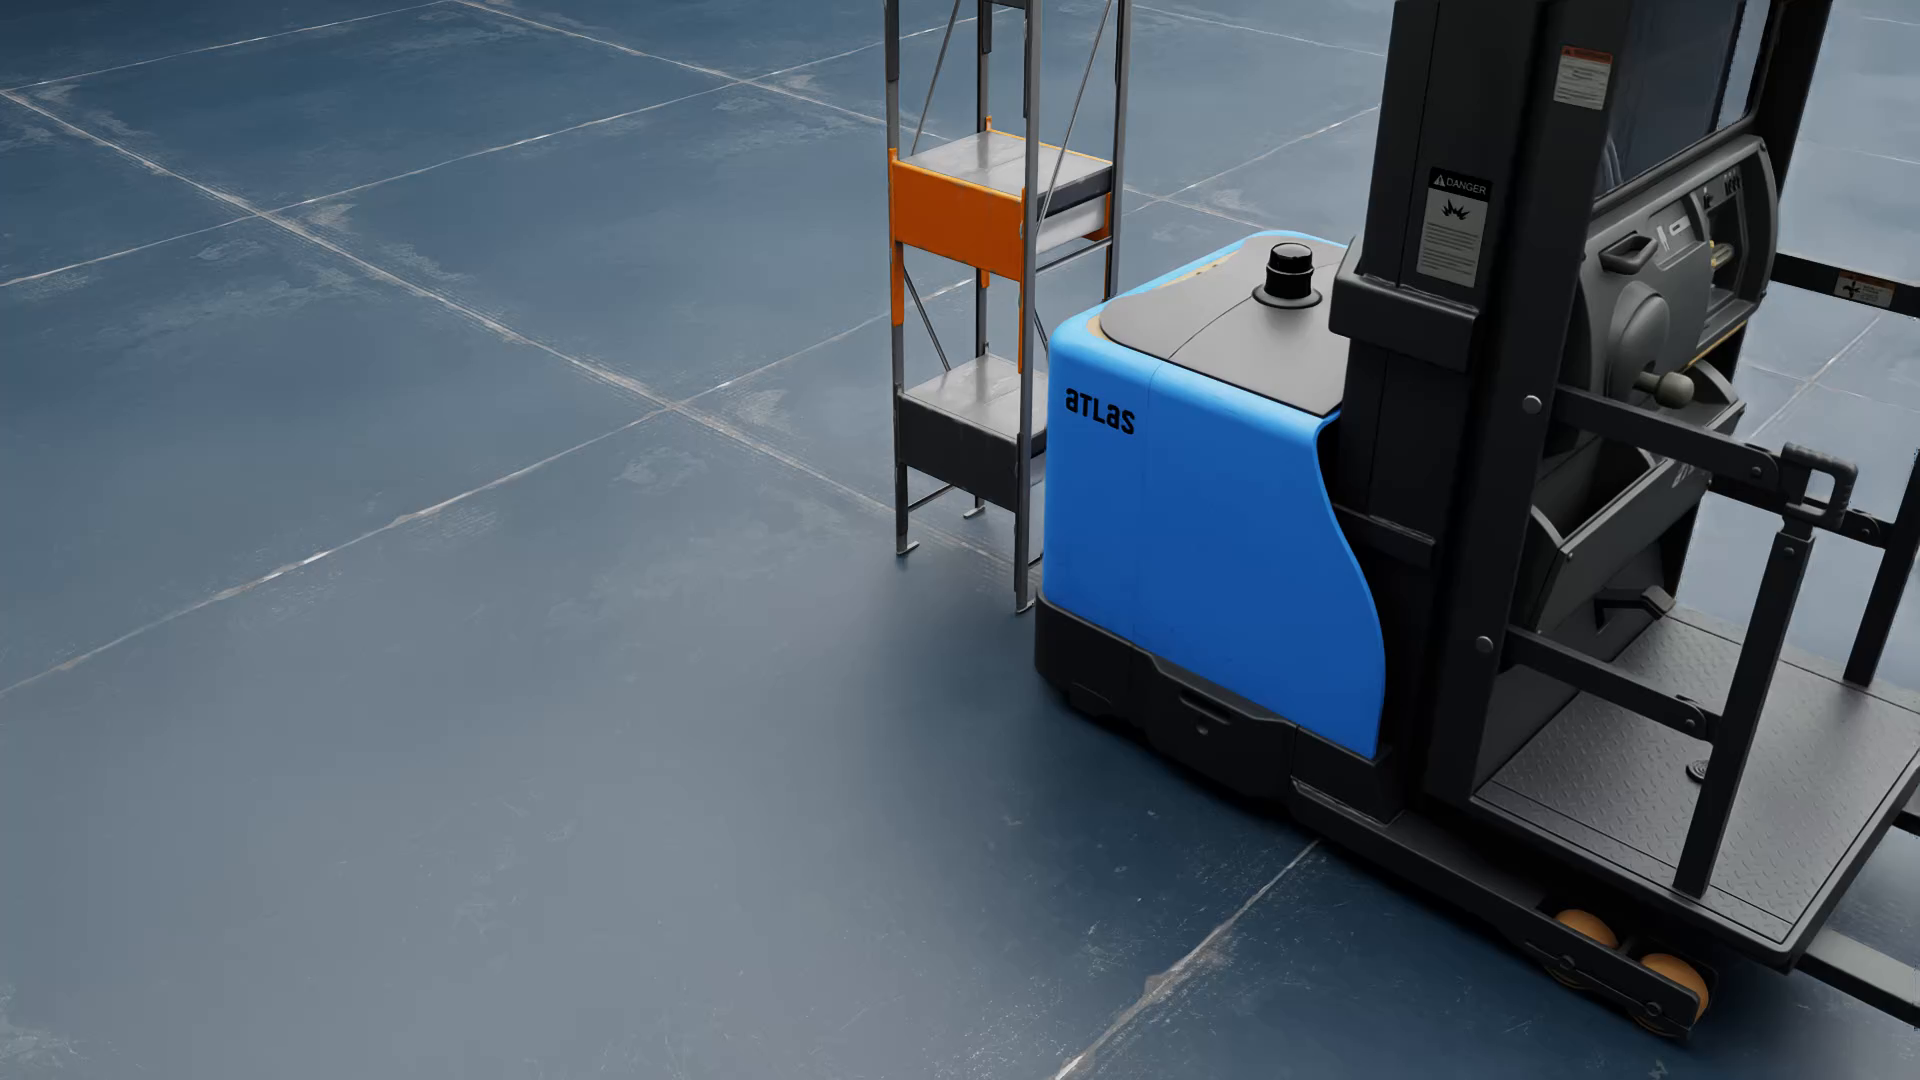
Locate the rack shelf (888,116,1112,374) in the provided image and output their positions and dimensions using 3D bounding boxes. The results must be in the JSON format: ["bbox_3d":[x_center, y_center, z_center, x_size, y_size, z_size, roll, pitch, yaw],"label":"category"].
[{"bbox_3d":[0.123,-0.831,4.620,0.480,0.518,0.431,25,39,35],"label":"rack shelf"}]

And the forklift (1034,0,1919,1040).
[{"bbox_3d":[1.622,-0.517,3.267,3.031,2.935,1.130,26,39,36],"label":"forklift"}]

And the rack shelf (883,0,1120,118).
[{"bbox_3d":[0.123,-1.430,4.259,0.480,0.518,0.431,25,39,35],"label":"rack shelf"}]

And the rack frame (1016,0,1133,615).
[{"bbox_3d":[0.304,-0.758,4.473,0.015,2.100,0.400,25,39,35],"label":"rack frame"}]

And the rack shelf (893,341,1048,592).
[{"bbox_3d":[0.123,-0.231,4.981,0.480,0.518,0.431,25,39,35],"label":"rack shelf"}]

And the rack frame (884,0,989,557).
[{"bbox_3d":[-0.058,-0.927,4.754,0.015,2.100,0.400,25,39,35],"label":"rack frame"}]

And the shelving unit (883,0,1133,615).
[{"bbox_3d":[0.123,-0.842,4.613,0.503,2.100,0.431,25,39,35],"label":"shelving unit"}]
